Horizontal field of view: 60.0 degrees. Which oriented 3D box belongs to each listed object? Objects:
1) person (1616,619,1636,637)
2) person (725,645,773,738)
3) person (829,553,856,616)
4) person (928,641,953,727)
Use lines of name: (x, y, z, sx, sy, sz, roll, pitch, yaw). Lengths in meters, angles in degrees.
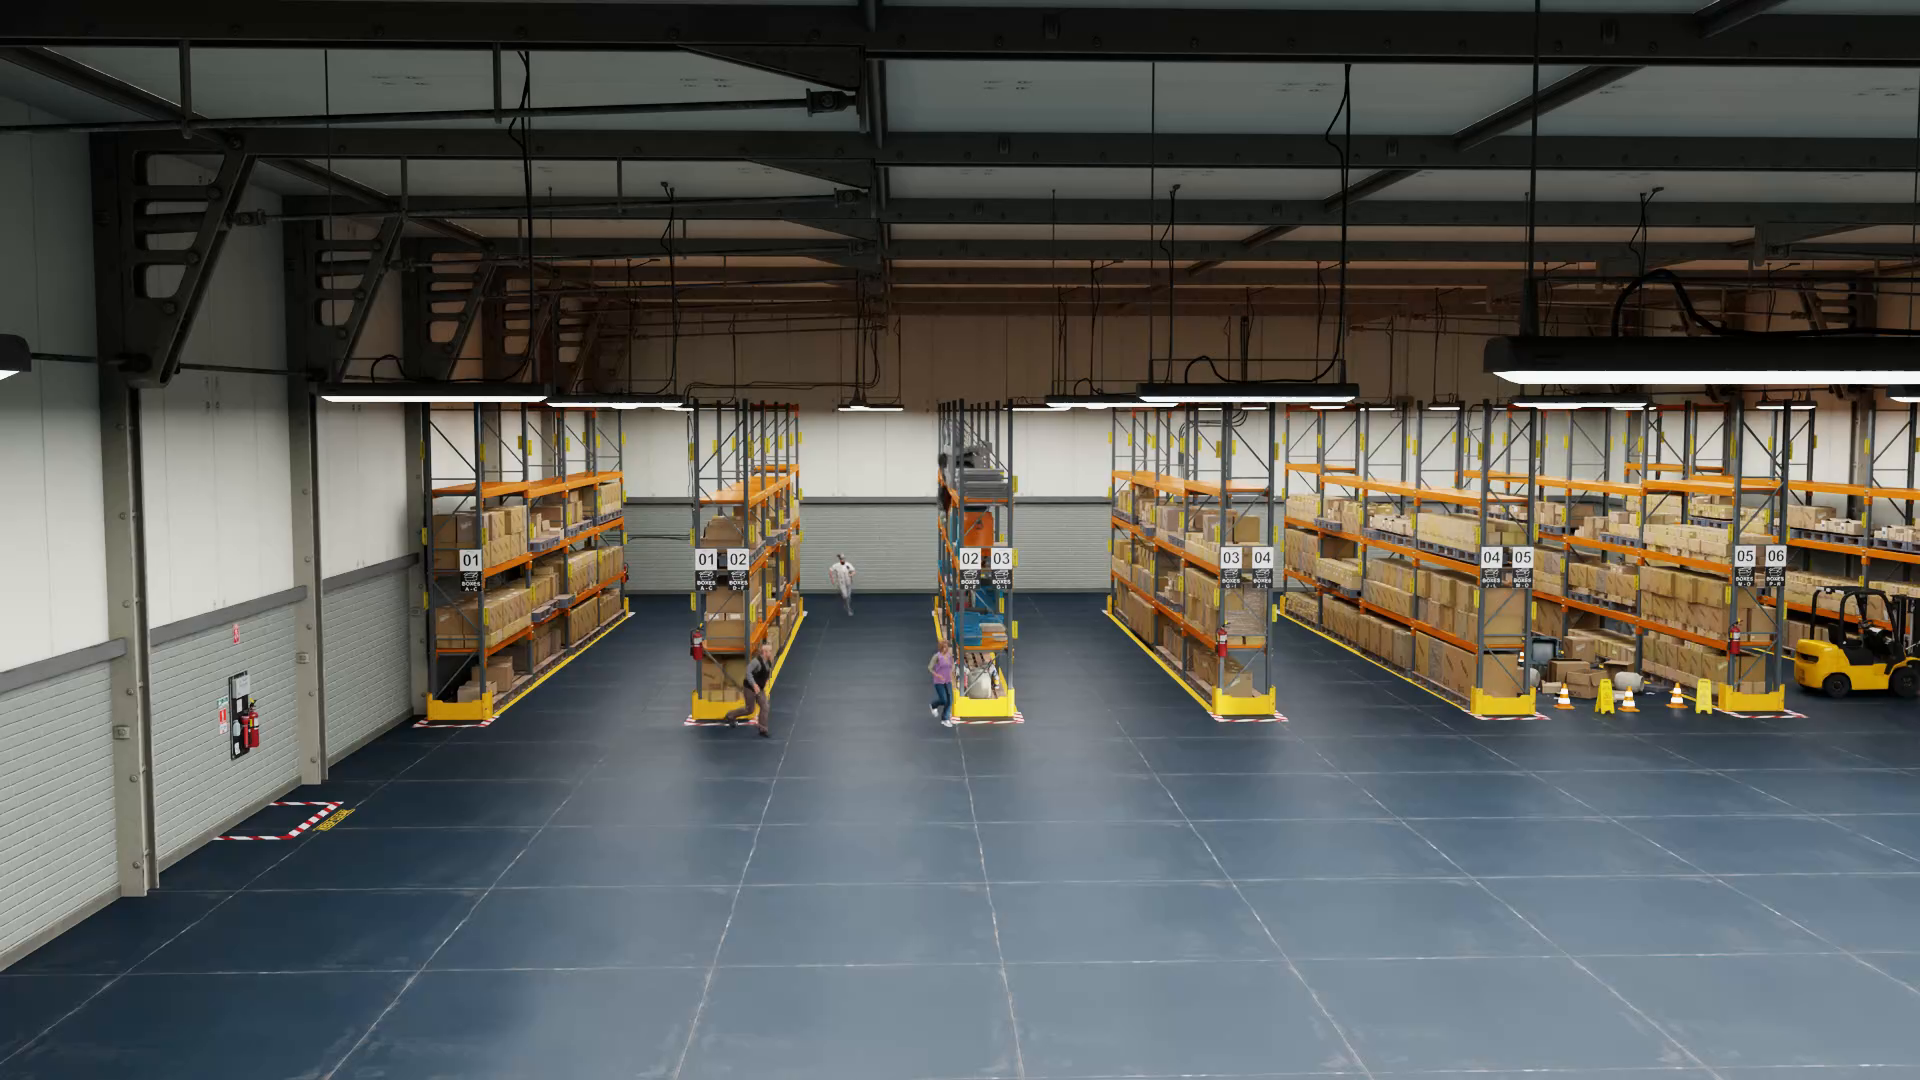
person: (16.539, 1.761, 41.392, 0.537, 1.586, 0.881, -1, 4, -9)
person: (-3.734, 2.672, 29.571, 0.954, 1.678, 0.676, 1, 5, 19)
person: (-3.328, 1.273, 47.337, 0.706, 1.823, 0.768, -2, 5, -24)
person: (-0.344, 2.630, 30.625, 0.576, 1.580, 0.601, -3, 5, -36)
